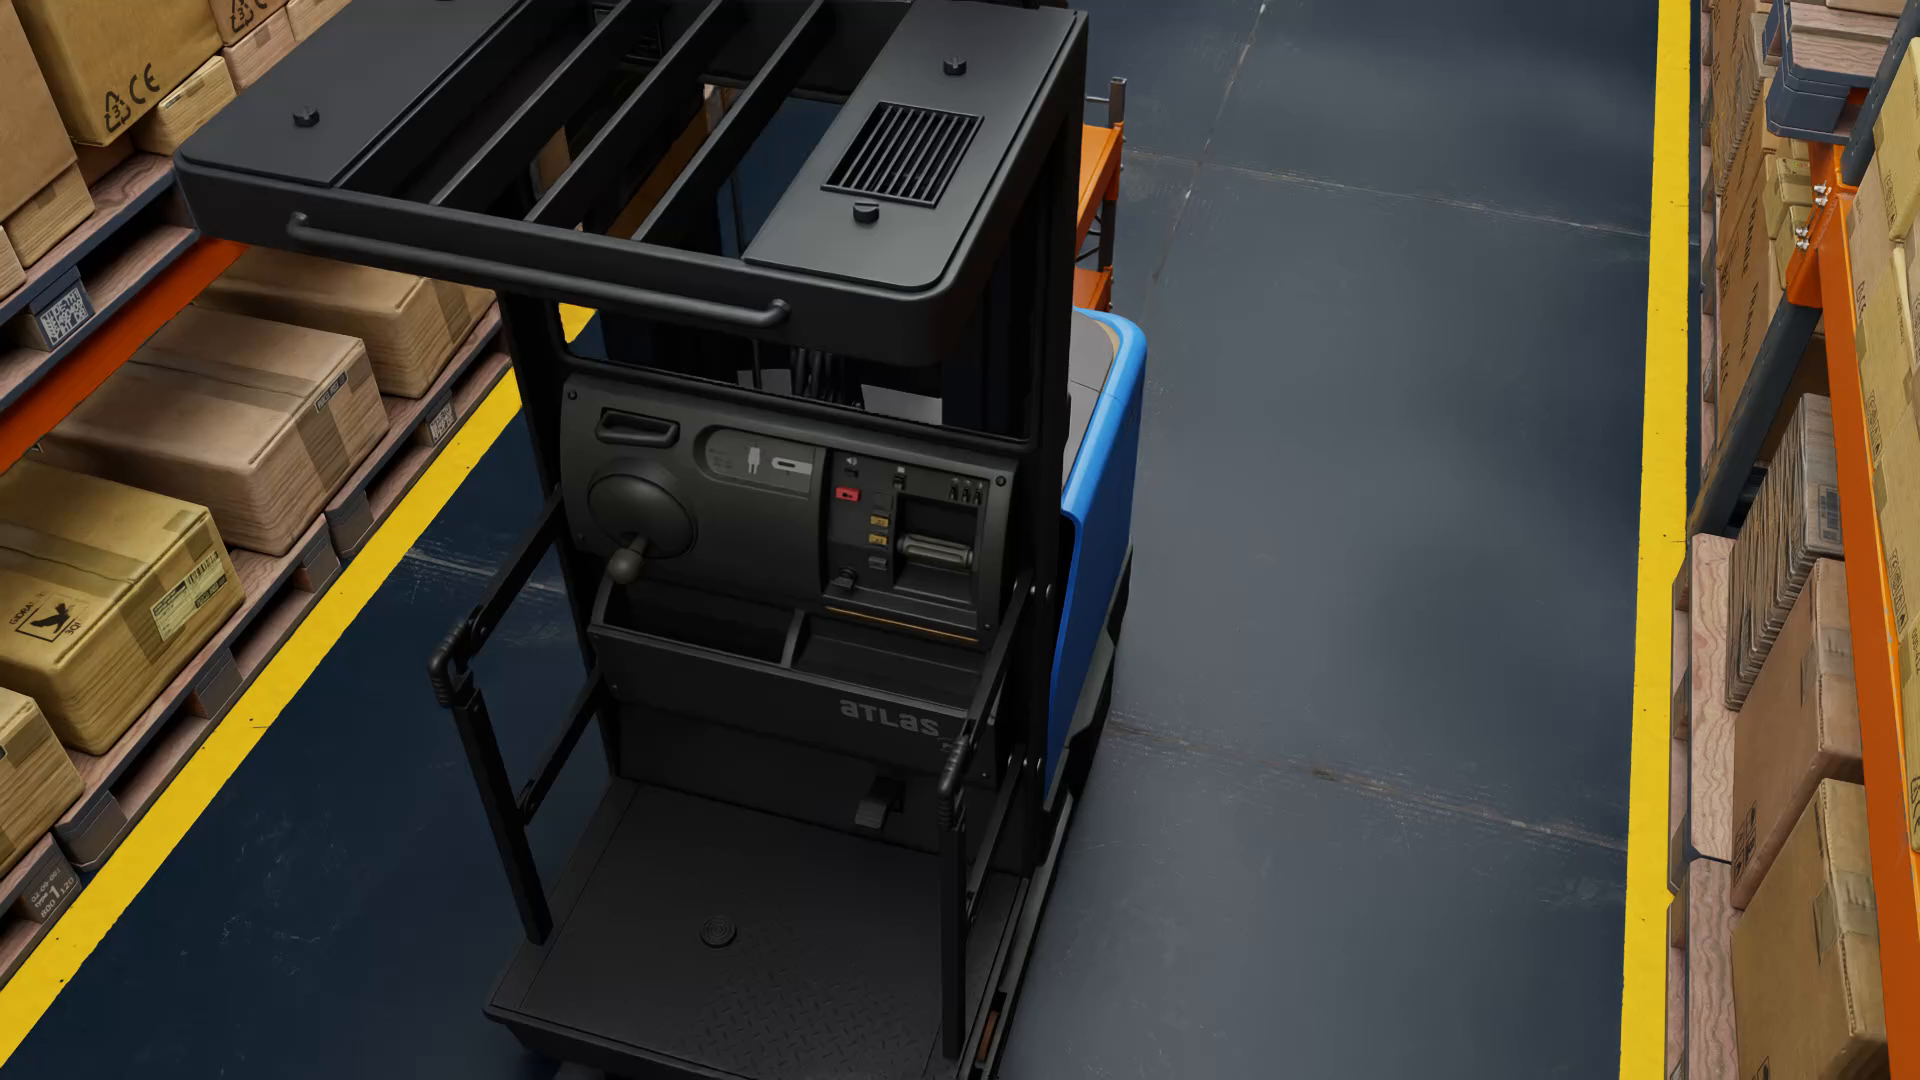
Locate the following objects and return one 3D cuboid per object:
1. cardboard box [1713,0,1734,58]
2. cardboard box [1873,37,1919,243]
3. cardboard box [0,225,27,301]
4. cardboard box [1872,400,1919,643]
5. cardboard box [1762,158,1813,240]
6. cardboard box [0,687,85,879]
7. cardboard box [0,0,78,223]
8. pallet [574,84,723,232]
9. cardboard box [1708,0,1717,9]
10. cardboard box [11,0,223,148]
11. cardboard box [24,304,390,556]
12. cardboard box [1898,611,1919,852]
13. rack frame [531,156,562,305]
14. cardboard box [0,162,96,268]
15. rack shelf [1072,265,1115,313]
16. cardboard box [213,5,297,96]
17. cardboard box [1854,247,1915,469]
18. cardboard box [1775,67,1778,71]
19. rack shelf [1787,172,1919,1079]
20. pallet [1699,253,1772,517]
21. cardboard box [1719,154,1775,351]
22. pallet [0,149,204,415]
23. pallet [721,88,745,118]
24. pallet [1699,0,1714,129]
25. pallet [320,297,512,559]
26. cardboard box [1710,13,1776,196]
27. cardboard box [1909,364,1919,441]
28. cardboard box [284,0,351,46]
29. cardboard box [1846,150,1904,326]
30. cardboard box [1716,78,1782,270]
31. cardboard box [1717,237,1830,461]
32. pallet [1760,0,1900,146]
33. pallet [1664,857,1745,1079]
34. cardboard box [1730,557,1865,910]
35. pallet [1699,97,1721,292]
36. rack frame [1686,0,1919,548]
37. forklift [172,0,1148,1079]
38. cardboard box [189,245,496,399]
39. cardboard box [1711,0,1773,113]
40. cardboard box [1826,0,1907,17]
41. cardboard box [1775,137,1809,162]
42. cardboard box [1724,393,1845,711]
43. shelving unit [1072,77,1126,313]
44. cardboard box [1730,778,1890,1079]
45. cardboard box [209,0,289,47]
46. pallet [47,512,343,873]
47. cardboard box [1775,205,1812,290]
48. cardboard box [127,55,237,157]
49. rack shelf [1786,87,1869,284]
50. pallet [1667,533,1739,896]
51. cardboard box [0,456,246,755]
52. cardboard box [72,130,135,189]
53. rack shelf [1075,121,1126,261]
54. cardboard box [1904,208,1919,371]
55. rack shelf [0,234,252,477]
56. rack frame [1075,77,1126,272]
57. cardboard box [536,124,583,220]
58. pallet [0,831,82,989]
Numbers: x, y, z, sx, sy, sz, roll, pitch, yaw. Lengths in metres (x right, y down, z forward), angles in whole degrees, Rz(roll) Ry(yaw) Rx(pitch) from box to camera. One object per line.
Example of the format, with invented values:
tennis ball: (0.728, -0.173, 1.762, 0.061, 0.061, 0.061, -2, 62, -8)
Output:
cardboard box: (3.475, -2.274, 6.916, 0.500, 0.500, 0.500, 12, 46, 12)
cardboard box: (2.385, -0.869, 3.743, 0.500, 0.250, 0.500, 12, 46, 12)
cardboard box: (-2.277, -0.590, 3.588, 0.380, 0.149, 0.250, 14, 46, 14)
cardboard box: (2.103, -0.006, 3.219, 0.500, 0.250, 0.500, 11, 45, 11)
cardboard box: (2.738, -1.043, 5.194, 0.380, 0.149, 0.250, 10, 45, 10)
cardboard box: (-2.796, 0.593, 4.077, 0.950, 0.372, 0.625, 15, 46, 15)
cardboard box: (-2.292, -0.915, 3.456, 0.500, 0.500, 0.500, 11, 45, 11)
pallet: (-1.645, -1.545, 6.678, 1.003, 0.211, 1.213, 13, 46, 13)
cardboard box: (3.627, -2.631, 7.281, 0.500, 0.500, 0.500, 14, 46, 14)
cardboard box: (-2.126, -1.278, 3.827, 0.500, 0.500, 0.500, 10, 45, 10)
cardboard box: (-2.352, -0.375, 5.067, 0.950, 0.372, 0.625, 12, 46, 12)
cardboard box: (1.944, 0.339, 2.866, 0.500, 0.250, 0.500, 14, 46, 14)
rack frame: (-1.956, -2.032, 5.182, 1.000, 3.000, 0.127, 13, 46, 13)
cardboard box: (-2.224, -0.774, 3.776, 0.380, 0.149, 0.250, 11, 45, 11)
rack shelf: (0.119, -0.532, 5.339, 0.538, 0.278, 1.000, 12, 46, 12)
cardboard box: (-1.960, -1.286, 4.299, 0.380, 0.149, 0.250, 11, 45, 11)
cardboard box: (2.252, -0.351, 3.571, 0.500, 0.250, 0.500, 12, 46, 12)
cardboard box: (3.113, -1.732, 5.899, 0.380, 0.149, 0.250, 11, 45, 11)
rack shelf: (2.171, 0.607, 2.999, 1.077, 0.370, 4.000, 13, 46, 13)
pallet: (3.038, -0.476, 5.585, 1.003, 0.211, 1.213, 13, 46, 13)
cardboard box: (2.861, -0.898, 5.510, 0.500, 0.500, 0.500, 12, 46, 12)
pallet: (-2.516, -0.635, 3.891, 1.003, 0.211, 1.213, 13, 46, 13)
pallet: (-1.274, -2.355, 7.506, 1.003, 0.211, 1.213, 13, 46, 13)
pallet: (3.777, -2.102, 7.248, 1.003, 0.211, 1.213, 13, 46, 13)
pallet: (-2.194, -0.515, 5.625, 1.003, 0.211, 1.213, 13, 46, 13)
cardboard box: (3.156, -1.598, 6.225, 0.500, 0.500, 0.500, 11, 45, 11)
cardboard box: (2.081, -0.185, 3.045, 0.500, 0.250, 0.500, 11, 46, 11)
cardboard box: (-1.876, -1.452, 4.469, 0.380, 0.149, 0.250, 12, 46, 12)
cardboard box: (2.409, -0.685, 3.913, 0.500, 0.250, 0.500, 13, 46, 13)
cardboard box: (3.017, -1.248, 5.867, 0.500, 0.500, 0.500, 14, 46, 14)
cardboard box: (2.699, -0.567, 5.172, 0.500, 0.500, 0.500, 14, 46, 14)
pallet: (2.915, -1.381, 4.654, 1.213, 0.211, 1.003, 13, 46, 13)
pallet: (2.118, 1.365, 3.704, 1.003, 0.211, 1.213, 13, 46, 13)
cardboard box: (2.384, 0.566, 3.925, 0.875, 0.625, 0.625, 14, 46, 14)
pallet: (3.410, -1.286, 6.414, 1.003, 0.211, 1.213, 13, 46, 13)
rack frame: (2.776, -0.983, 4.110, 1.000, 3.000, 0.127, 13, 46, 13)
forklift: (-0.411, 0.036, 3.118, 1.130, 2.935, 3.031, 12, 46, 12)
cardboard box: (-2.136, -0.868, 5.571, 0.950, 0.372, 0.625, 10, 45, 10)
cardboard box: (3.319, -1.942, 6.577, 0.500, 0.500, 0.500, 11, 45, 11)
cardboard box: (2.609, -1.562, 4.581, 0.380, 0.149, 0.250, 13, 46, 13)
cardboard box: (2.859, -1.209, 5.364, 0.380, 0.149, 0.250, 11, 45, 11)
cardboard box: (2.574, 0.129, 4.372, 0.875, 0.625, 0.625, 14, 46, 14)
shelving unit: (0.119, -0.707, 5.168, 0.538, 1.125, 1.048, 12, 46, 12)
cardboard box: (2.180, 1.015, 3.466, 0.875, 0.625, 0.625, 11, 45, 11)
cardboard box: (-1.974, -1.615, 4.171, 0.500, 0.500, 0.500, 12, 46, 12)
pallet: (-2.565, 0.296, 4.797, 1.003, 0.211, 1.213, 13, 46, 13)
cardboard box: (2.684, -0.854, 5.002, 0.380, 0.149, 0.250, 10, 45, 11)
cardboard box: (-2.030, -1.100, 4.109, 0.380, 0.149, 0.250, 13, 46, 13)
rack shelf: (3.382, -2.059, 5.724, 1.077, 0.370, 4.000, 13, 46, 13)
pallet: (2.490, 0.554, 4.533, 1.003, 0.211, 1.213, 13, 46, 13)
cardboard box: (-2.587, 0.130, 4.551, 0.950, 0.372, 0.625, 14, 46, 14)
cardboard box: (-2.226, -0.959, 3.965, 0.380, 0.149, 0.250, 13, 46, 13)
rack shelf: (0.119, -0.916, 4.964, 0.538, 0.278, 1.000, 12, 46, 12)
cardboard box: (2.256, -0.531, 3.397, 0.500, 0.250, 0.500, 14, 46, 14)
rack shelf: (-2.561, -0.442, 4.071, 1.077, 0.370, 4.000, 13, 46, 13)
rack frame: (0.265, -1.048, 5.516, 0.500, 1.125, 0.032, 12, 46, 12)
cardboard box: (-1.667, -1.865, 6.230, 0.875, 0.875, 0.875, 12, 46, 12)
pallet: (-2.933, 1.112, 3.963, 1.003, 0.211, 1.213, 13, 46, 13)
